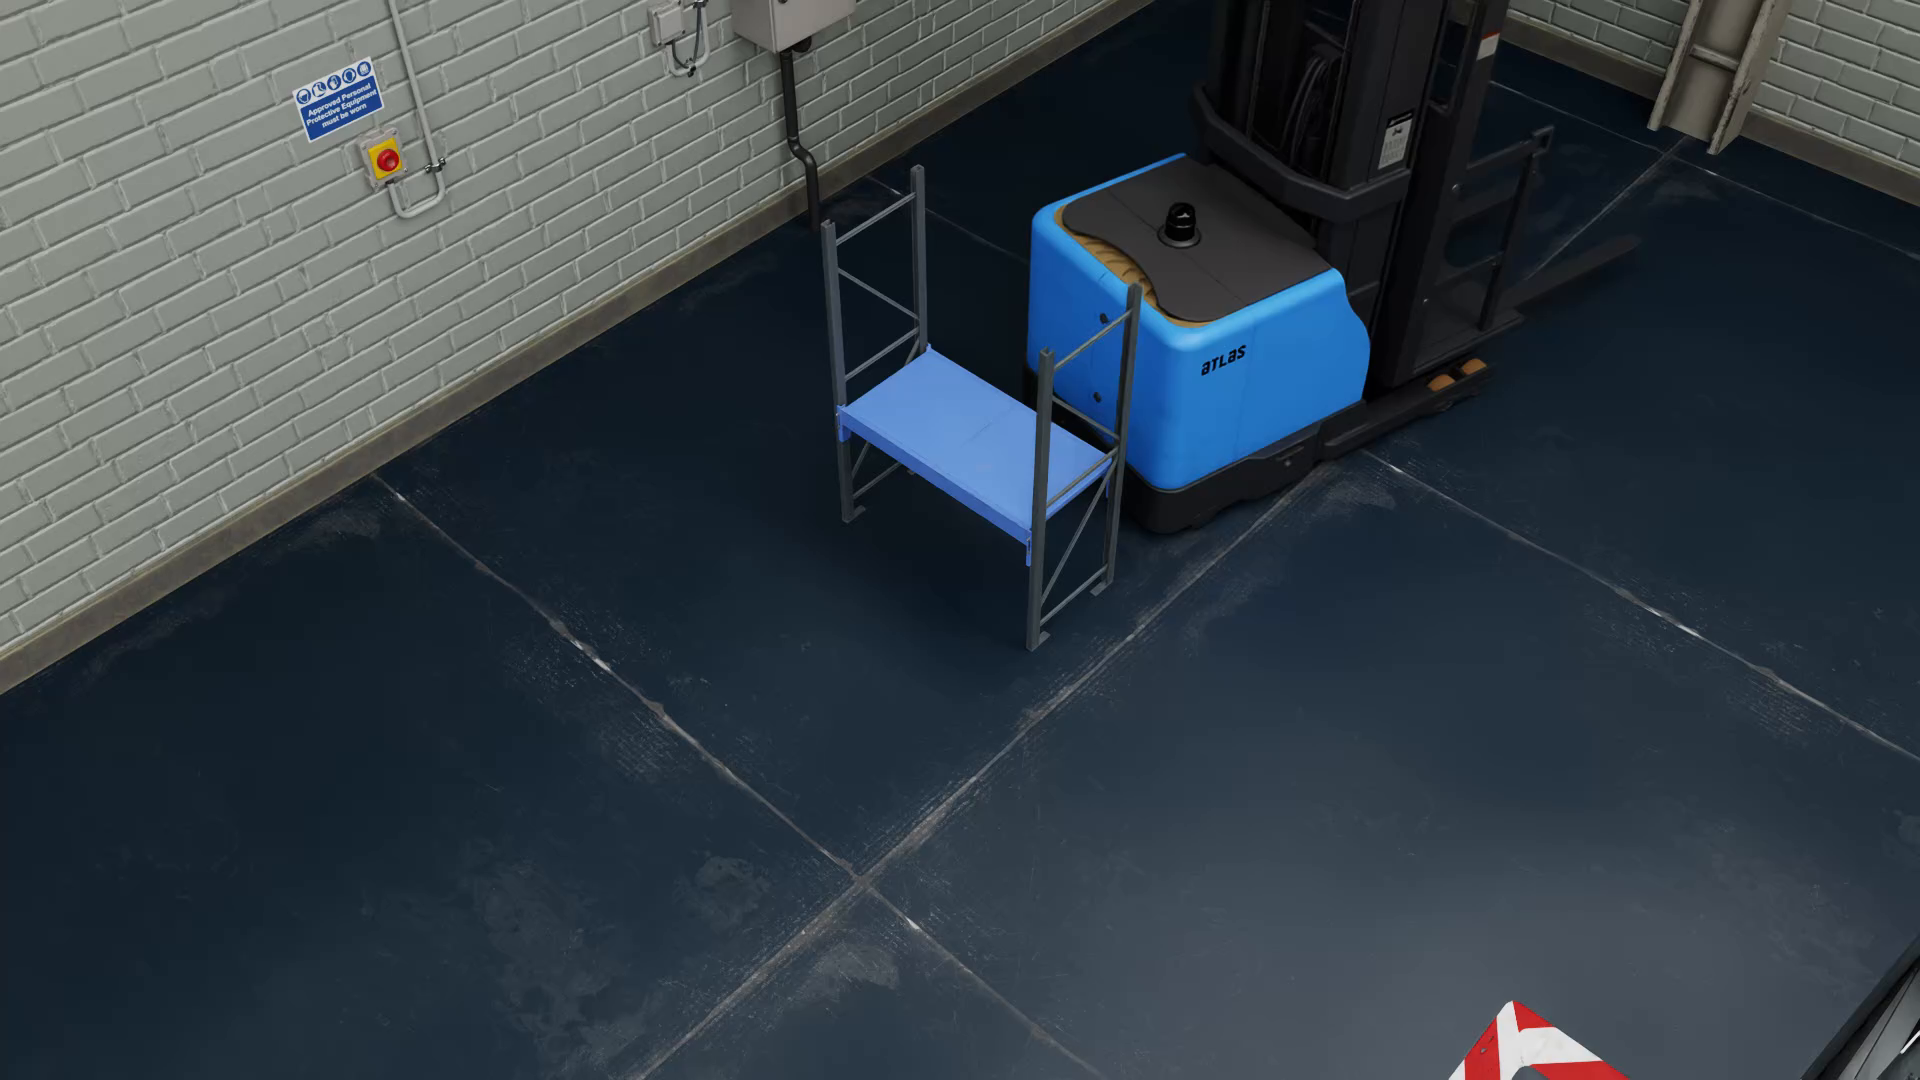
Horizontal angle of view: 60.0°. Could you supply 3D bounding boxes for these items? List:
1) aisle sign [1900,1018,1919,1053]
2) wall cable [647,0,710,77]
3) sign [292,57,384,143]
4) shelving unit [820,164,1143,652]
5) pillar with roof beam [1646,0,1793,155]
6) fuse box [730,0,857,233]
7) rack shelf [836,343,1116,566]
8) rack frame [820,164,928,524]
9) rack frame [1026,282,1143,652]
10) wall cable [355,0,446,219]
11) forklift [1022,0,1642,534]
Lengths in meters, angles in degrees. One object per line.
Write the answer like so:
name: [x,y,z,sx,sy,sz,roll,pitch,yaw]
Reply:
aisle sign: [1.695,0.476,2.571,0.004,0.787,0.394,34,55,28]
wall cable: [-1.261,-2.643,6.586,0.122,1.984,0.588,34,55,28]
sign: [-2.292,-1.626,6.143,0.001,0.218,0.327,34,55,28]
shelving unit: [0.063,-0.471,6.272,1.048,1.500,0.538,34,55,28]
pillar with roof beam: [1.019,-2.978,3.482,0.400,9.000,9.100,34,55,28]
fuse box: [-0.682,-2.142,7.696,0.414,1.711,0.539,34,55,28]
rack shelf: [0.063,-0.348,6.403,1.000,0.185,0.538,34,55,28]
rack frame: [-0.311,-0.723,6.508,0.032,1.500,0.500,34,55,28]
rack frame: [0.436,-0.220,6.036,0.032,1.500,0.500,34,55,28]
wall cable: [-2.214,-1.888,5.855,0.123,1.953,0.585,34,55,28]
forklift: [1.786,-1.872,6.606,3.031,2.935,1.130,-25,52,-22]
